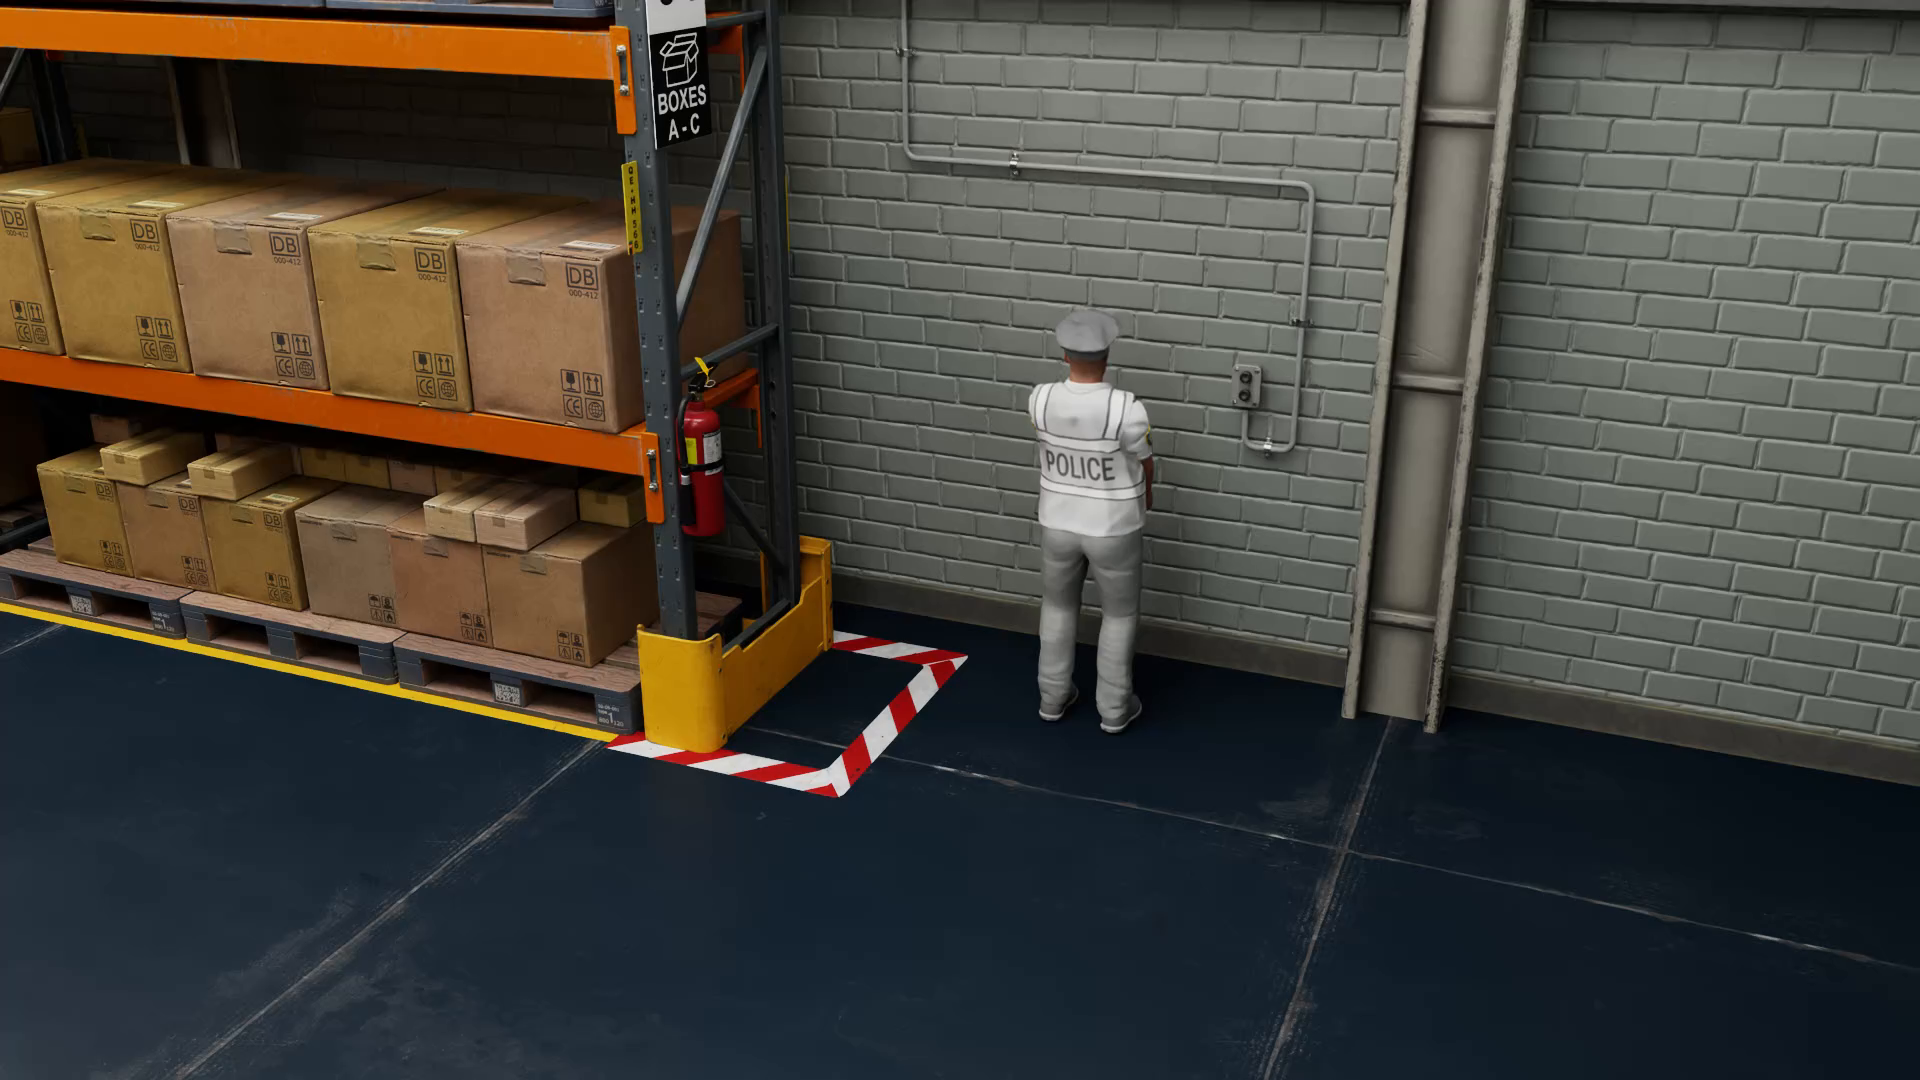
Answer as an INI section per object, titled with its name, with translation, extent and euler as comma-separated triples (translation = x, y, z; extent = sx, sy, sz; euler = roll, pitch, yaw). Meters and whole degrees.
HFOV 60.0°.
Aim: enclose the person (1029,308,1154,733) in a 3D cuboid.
[person]
translation = 0.553, -0.098, 6.803
extent = 0.494, 1.767, 0.556
euler = 9, 24, 21
